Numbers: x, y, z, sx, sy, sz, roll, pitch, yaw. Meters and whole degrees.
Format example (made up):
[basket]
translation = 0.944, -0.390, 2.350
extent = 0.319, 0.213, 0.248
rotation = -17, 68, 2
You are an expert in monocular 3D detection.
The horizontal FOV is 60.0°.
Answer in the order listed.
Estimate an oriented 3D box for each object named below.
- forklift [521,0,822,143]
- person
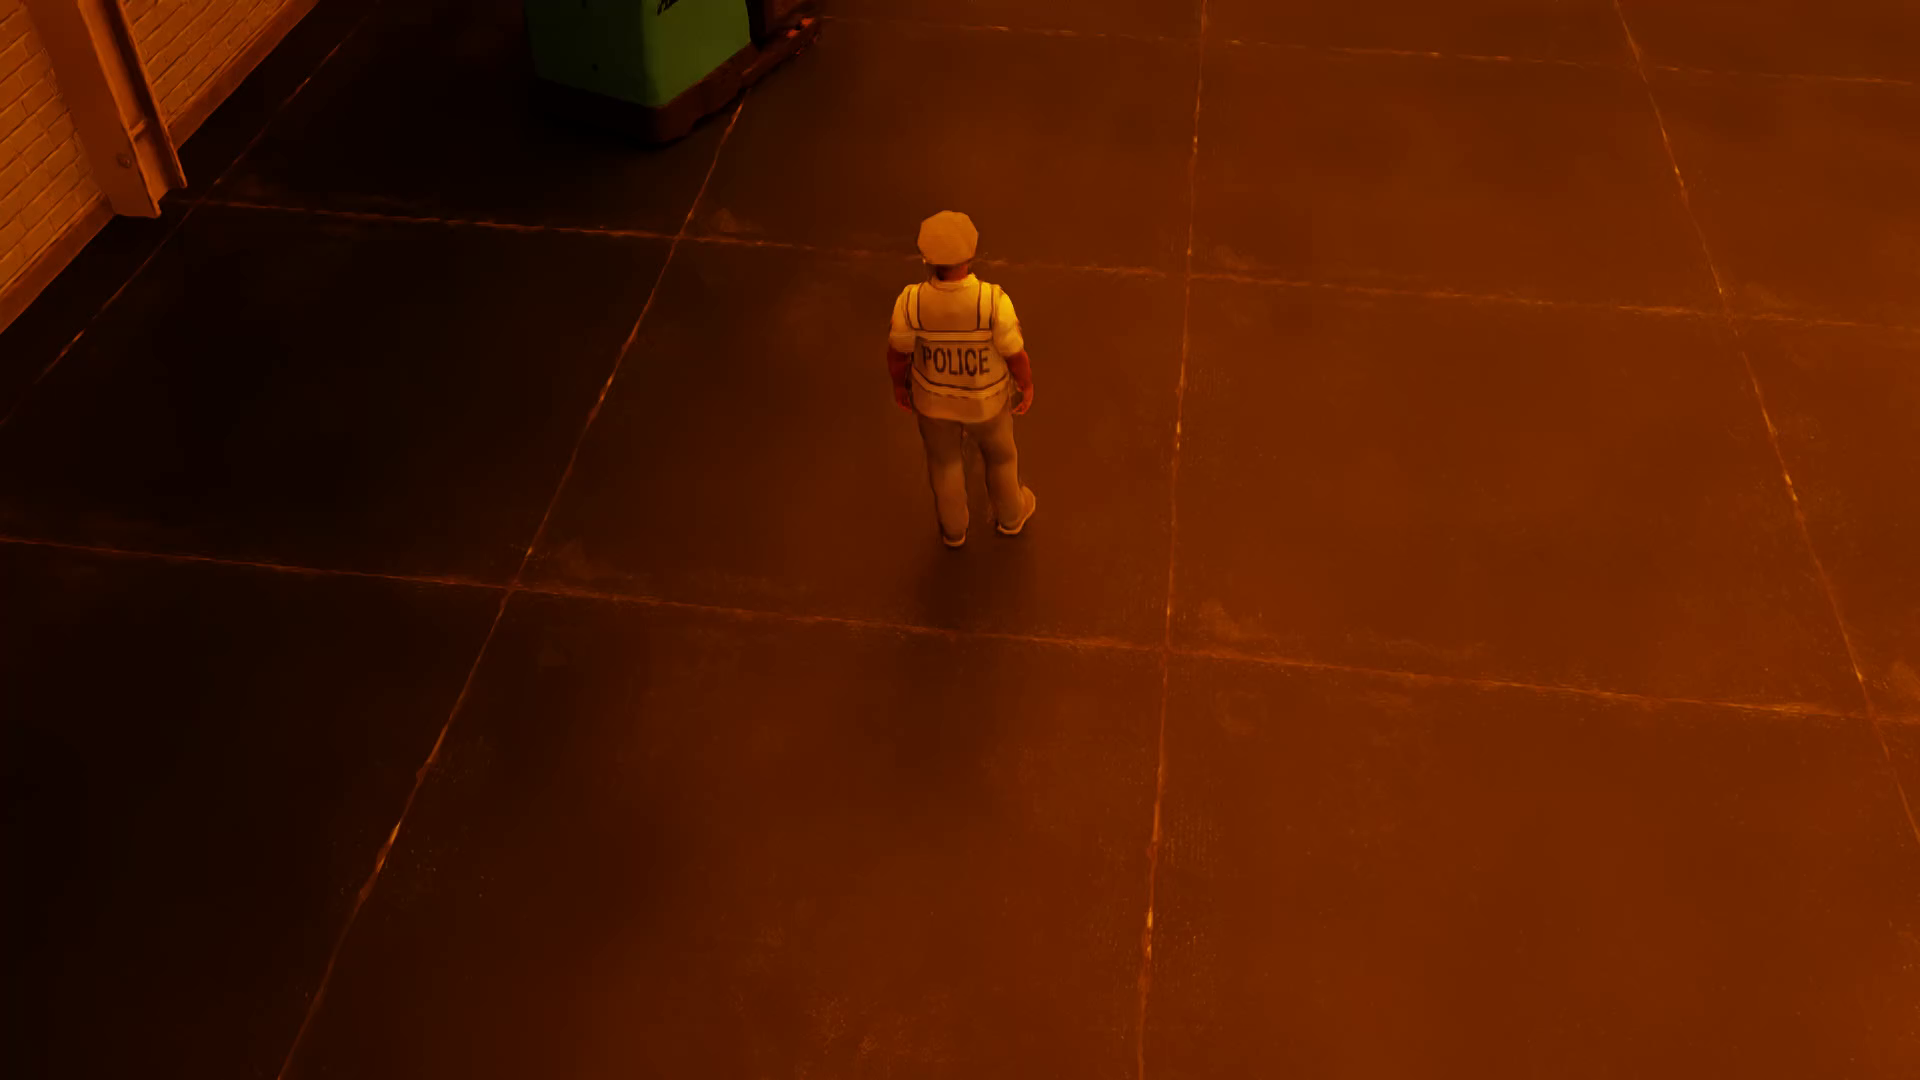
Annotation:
[forklift]
translation = -1.630, -4.587, 10.717
extent = 1.130, 2.935, 3.031
rotation = 19, 46, 20
[person]
translation = 0.022, -0.713, 7.338
extent = 0.640, 1.781, 0.574
rotation = 5, 43, 6
